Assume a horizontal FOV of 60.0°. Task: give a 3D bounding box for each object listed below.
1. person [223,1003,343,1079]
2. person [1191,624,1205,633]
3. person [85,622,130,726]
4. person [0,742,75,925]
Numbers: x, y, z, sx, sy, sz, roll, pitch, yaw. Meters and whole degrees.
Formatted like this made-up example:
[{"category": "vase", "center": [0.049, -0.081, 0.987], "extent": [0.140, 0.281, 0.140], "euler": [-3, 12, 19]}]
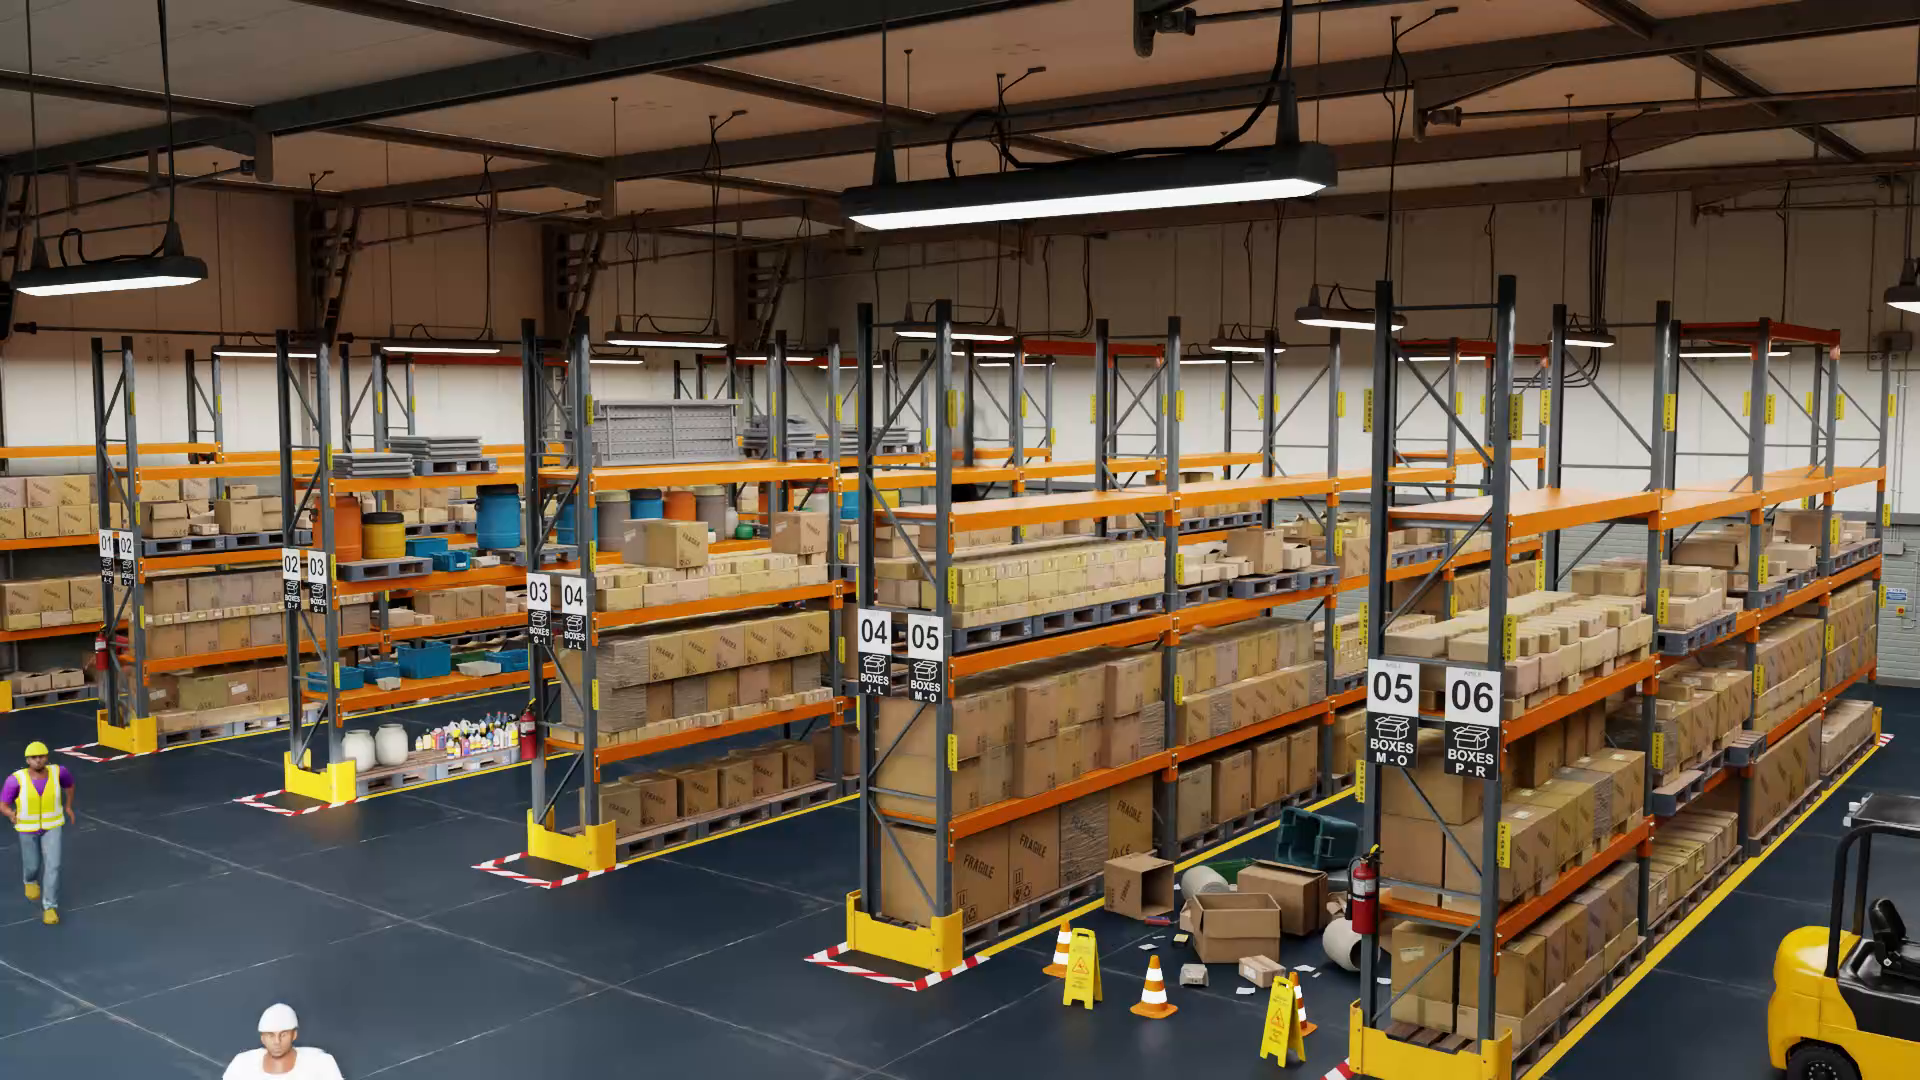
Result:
[{"category": "person", "center": [-3.769, 3.462, 9.271], "extent": [0.687, 1.793, 0.827], "euler": [-1, 5, -16]}, {"category": "person", "center": [3.282, 2.078, 22.773], "extent": [0.626, 1.850, 0.743], "euler": [4, 6, 39]}, {"category": "person", "center": [-13.166, 2.077, 25.701], "extent": [0.706, 1.681, 0.589], "euler": [2, 5, 25]}, {"category": "person", "center": [-9.143, 2.856, 16.516], "extent": [0.682, 1.762, 0.926], "euler": [-3, 6, -34]}]
